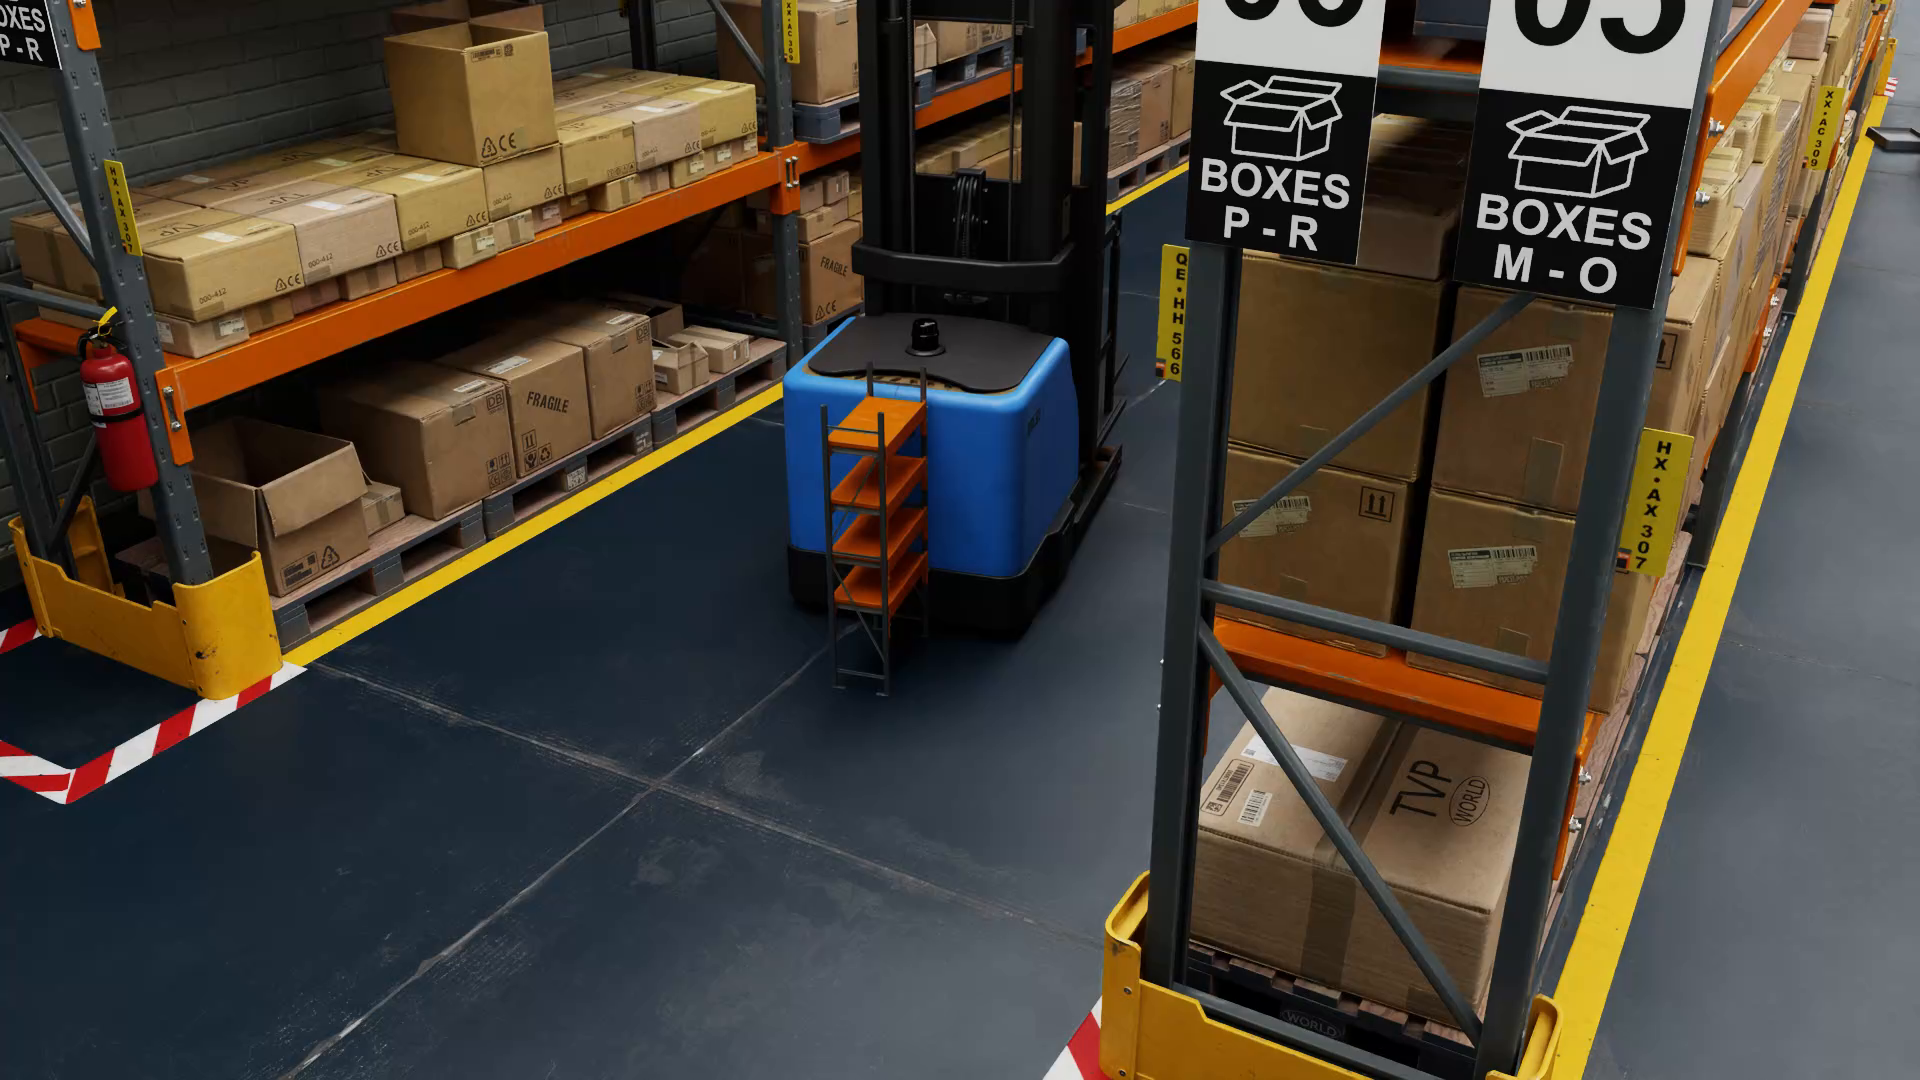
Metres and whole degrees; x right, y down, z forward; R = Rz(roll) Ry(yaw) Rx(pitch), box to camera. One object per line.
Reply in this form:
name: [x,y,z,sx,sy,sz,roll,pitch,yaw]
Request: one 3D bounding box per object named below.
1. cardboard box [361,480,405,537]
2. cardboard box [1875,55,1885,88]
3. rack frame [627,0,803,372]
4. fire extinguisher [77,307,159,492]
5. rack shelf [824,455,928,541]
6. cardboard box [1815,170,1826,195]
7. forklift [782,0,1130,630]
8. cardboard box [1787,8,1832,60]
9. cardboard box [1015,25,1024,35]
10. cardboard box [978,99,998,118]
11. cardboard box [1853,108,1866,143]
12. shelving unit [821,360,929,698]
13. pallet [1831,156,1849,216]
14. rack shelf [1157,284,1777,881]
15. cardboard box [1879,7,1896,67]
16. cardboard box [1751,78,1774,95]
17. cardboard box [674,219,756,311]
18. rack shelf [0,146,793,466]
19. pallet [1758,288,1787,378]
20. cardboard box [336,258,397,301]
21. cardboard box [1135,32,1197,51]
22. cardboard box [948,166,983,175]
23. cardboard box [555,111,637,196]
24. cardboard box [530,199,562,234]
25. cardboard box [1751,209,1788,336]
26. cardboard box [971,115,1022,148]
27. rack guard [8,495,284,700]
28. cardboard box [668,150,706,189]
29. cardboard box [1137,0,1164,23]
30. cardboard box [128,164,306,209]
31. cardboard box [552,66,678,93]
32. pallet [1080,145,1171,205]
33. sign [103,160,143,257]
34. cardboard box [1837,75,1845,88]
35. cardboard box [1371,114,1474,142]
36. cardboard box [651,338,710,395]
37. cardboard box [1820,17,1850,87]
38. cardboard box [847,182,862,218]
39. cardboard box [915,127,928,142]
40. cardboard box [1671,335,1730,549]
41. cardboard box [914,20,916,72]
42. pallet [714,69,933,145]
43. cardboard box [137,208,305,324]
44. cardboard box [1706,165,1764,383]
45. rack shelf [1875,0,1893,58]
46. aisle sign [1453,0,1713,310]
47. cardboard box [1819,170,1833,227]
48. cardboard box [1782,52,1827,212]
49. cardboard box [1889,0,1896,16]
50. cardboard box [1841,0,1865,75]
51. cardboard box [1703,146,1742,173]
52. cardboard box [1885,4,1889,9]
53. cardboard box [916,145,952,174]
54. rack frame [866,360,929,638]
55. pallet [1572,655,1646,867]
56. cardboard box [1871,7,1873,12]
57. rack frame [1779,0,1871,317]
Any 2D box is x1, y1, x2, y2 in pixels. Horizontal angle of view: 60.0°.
cardboard box: [-2.719,-0.157,7.429,0.380,0.149,0.250,13,29,24]
cardboard box: [8.674,-4.588,16.167,0.500,0.250,0.500,14,30,26]
rack frame: [-1.377,-2.428,9.250,1.000,3.000,0.127,14,30,26]
fire extinguisher: [-3.015,-0.509,5.919,0.296,0.674,0.183,14,30,26]
rack shelf: [-0.318,-0.182,6.423,0.258,0.148,0.480,8,28,15]
cardboard box: [4.165,-1.974,8.510,0.500,0.250,0.500,14,30,25]
forklift: [0.185,-1.580,7.633,1.130,2.935,3.031,8,28,15]
cardboard box: [3.071,-1.929,6.299,0.380,0.149,0.250,14,30,25]
cardboard box: [0.353,-3.626,11.340,0.500,0.250,0.500,13,29,24]
cardboard box: [0.062,-3.213,12.416,0.380,0.149,0.250,16,31,29]
cardboard box: [7.407,-3.583,14.160,0.500,0.250,0.500,13,29,24]
shelving unit: [-0.318,-0.042,6.493,0.258,1.200,0.503,8,28,15]
pallet: [6.500,-2.904,13.315,1.003,0.211,1.213,14,30,26]
rack shelf: [1.962,-0.236,5.674,1.077,0.370,4.000,14,30,26]
cardboard box: [8.428,-4.733,15.620,0.500,0.500,0.500,15,30,28]
cardboard box: [2.280,-1.345,5.133,0.380,0.149,0.250,14,30,26]
cardboard box: [-1.393,-1.755,10.228,0.500,0.500,0.500,14,30,26]
rack shelf: [-2.361,-1.327,7.854,1.077,0.370,4.000,14,30,26]
pallet: [4.460,-1.358,10.227,1.003,0.211,1.213,14,30,26]
cardboard box: [-2.583,-1.129,6.936,0.380,0.149,0.250,15,30,28]
cardboard box: [1.923,-4.166,14.904,0.875,0.625,0.625,14,30,26]
cardboard box: [-0.180,-2.241,11.200,0.500,0.500,0.500,13,29,24]
cardboard box: [-1.906,-1.852,7.935,0.500,0.250,0.500,14,30,26]
cardboard box: [-2.089,-1.539,7.754,0.380,0.149,0.250,14,30,26]
cardboard box: [2.940,-1.145,6.574,0.500,0.500,0.500,14,30,27]
cardboard box: [0.293,-2.893,11.777,0.380,0.149,0.250,13,29,24]
rack guard: [-3.308,0.219,6.755,1.175,0.500,0.348,14,30,26]
cardboard box: [-1.530,-1.923,8.522,0.380,0.149,0.250,15,30,27]
cardboard box: [1.273,-4.234,13.025,0.500,0.250,0.500,14,30,25]
cardboard box: [-3.095,-1.374,6.979,0.500,0.250,0.500,14,30,26]
cardboard box: [-1.856,-2.361,8.951,0.500,0.250,0.500,14,30,26]
pallet: [1.029,-3.053,13.612,1.003,0.211,1.213,14,30,26]
sign: [-2.873,-1.137,5.704,0.100,0.325,0.005,14,30,26]
cardboard box: [4.158,-2.201,8.404,0.500,0.250,0.500,13,29,25]
cardboard box: [1.298,-1.056,4.556,0.380,0.149,0.250,15,30,27]
cardboard box: [-1.571,-0.973,8.927,0.396,0.266,0.258,15,30,28]
cardboard box: [3.413,-1.937,7.040,0.500,0.500,0.500,15,30,27]
cardboard box: [-0.784,-2.097,10.187,0.380,0.149,0.250,13,29,23]
cardboard box: [-0.445,-2.803,11.597,0.380,0.149,0.250,14,30,25]
cardboard box: [1.955,-0.344,4.975,0.500,0.500,0.500,14,30,26]
cardboard box: [-0.690,-3.002,9.815,0.700,0.500,0.500,15,30,27]
pallet: [-0.889,-2.630,9.867,1.003,0.211,1.213,14,30,26]
cardboard box: [-2.887,-1.053,6.338,0.500,0.250,0.500,14,30,26]
cardboard box: [1.957,-0.799,4.767,0.500,0.500,0.500,14,30,26]
rack shelf: [7.865,-4.912,15.016,1.077,0.370,4.000,14,30,26]
aisle sign: [1.195,-0.849,3.190,0.394,0.787,0.004,14,30,26]
cardboard box: [5.556,-2.416,11.692,0.950,0.372,0.625,14,30,25]
cardboard box: [2.954,-1.584,6.335,0.500,0.500,0.500,14,30,26]
cardboard box: [8.302,-4.870,15.168,0.380,0.149,0.250,16,31,28]
cardboard box: [4.392,-2.735,8.633,0.500,0.500,0.500,14,30,26]
cardboard box: [1.802,-0.938,4.319,0.380,0.149,0.250,13,29,24]
cardboard box: [7.316,-4.394,13.458,0.380,0.149,0.250,14,30,26]
cardboard box: [-0.274,-2.504,11.000,0.380,0.149,0.250,14,30,26]
rack frame: [-0.247,-0.146,6.702,0.240,1.200,0.015,8,28,15]
pallet: [1.905,0.666,6.183,1.003,0.211,1.213,14,30,26]
cardboard box: [6.354,-3.874,11.950,0.380,0.149,0.250,14,30,26]
rack frame: [4.914,-2.896,10.184,1.000,3.000,0.127,14,30,26]
